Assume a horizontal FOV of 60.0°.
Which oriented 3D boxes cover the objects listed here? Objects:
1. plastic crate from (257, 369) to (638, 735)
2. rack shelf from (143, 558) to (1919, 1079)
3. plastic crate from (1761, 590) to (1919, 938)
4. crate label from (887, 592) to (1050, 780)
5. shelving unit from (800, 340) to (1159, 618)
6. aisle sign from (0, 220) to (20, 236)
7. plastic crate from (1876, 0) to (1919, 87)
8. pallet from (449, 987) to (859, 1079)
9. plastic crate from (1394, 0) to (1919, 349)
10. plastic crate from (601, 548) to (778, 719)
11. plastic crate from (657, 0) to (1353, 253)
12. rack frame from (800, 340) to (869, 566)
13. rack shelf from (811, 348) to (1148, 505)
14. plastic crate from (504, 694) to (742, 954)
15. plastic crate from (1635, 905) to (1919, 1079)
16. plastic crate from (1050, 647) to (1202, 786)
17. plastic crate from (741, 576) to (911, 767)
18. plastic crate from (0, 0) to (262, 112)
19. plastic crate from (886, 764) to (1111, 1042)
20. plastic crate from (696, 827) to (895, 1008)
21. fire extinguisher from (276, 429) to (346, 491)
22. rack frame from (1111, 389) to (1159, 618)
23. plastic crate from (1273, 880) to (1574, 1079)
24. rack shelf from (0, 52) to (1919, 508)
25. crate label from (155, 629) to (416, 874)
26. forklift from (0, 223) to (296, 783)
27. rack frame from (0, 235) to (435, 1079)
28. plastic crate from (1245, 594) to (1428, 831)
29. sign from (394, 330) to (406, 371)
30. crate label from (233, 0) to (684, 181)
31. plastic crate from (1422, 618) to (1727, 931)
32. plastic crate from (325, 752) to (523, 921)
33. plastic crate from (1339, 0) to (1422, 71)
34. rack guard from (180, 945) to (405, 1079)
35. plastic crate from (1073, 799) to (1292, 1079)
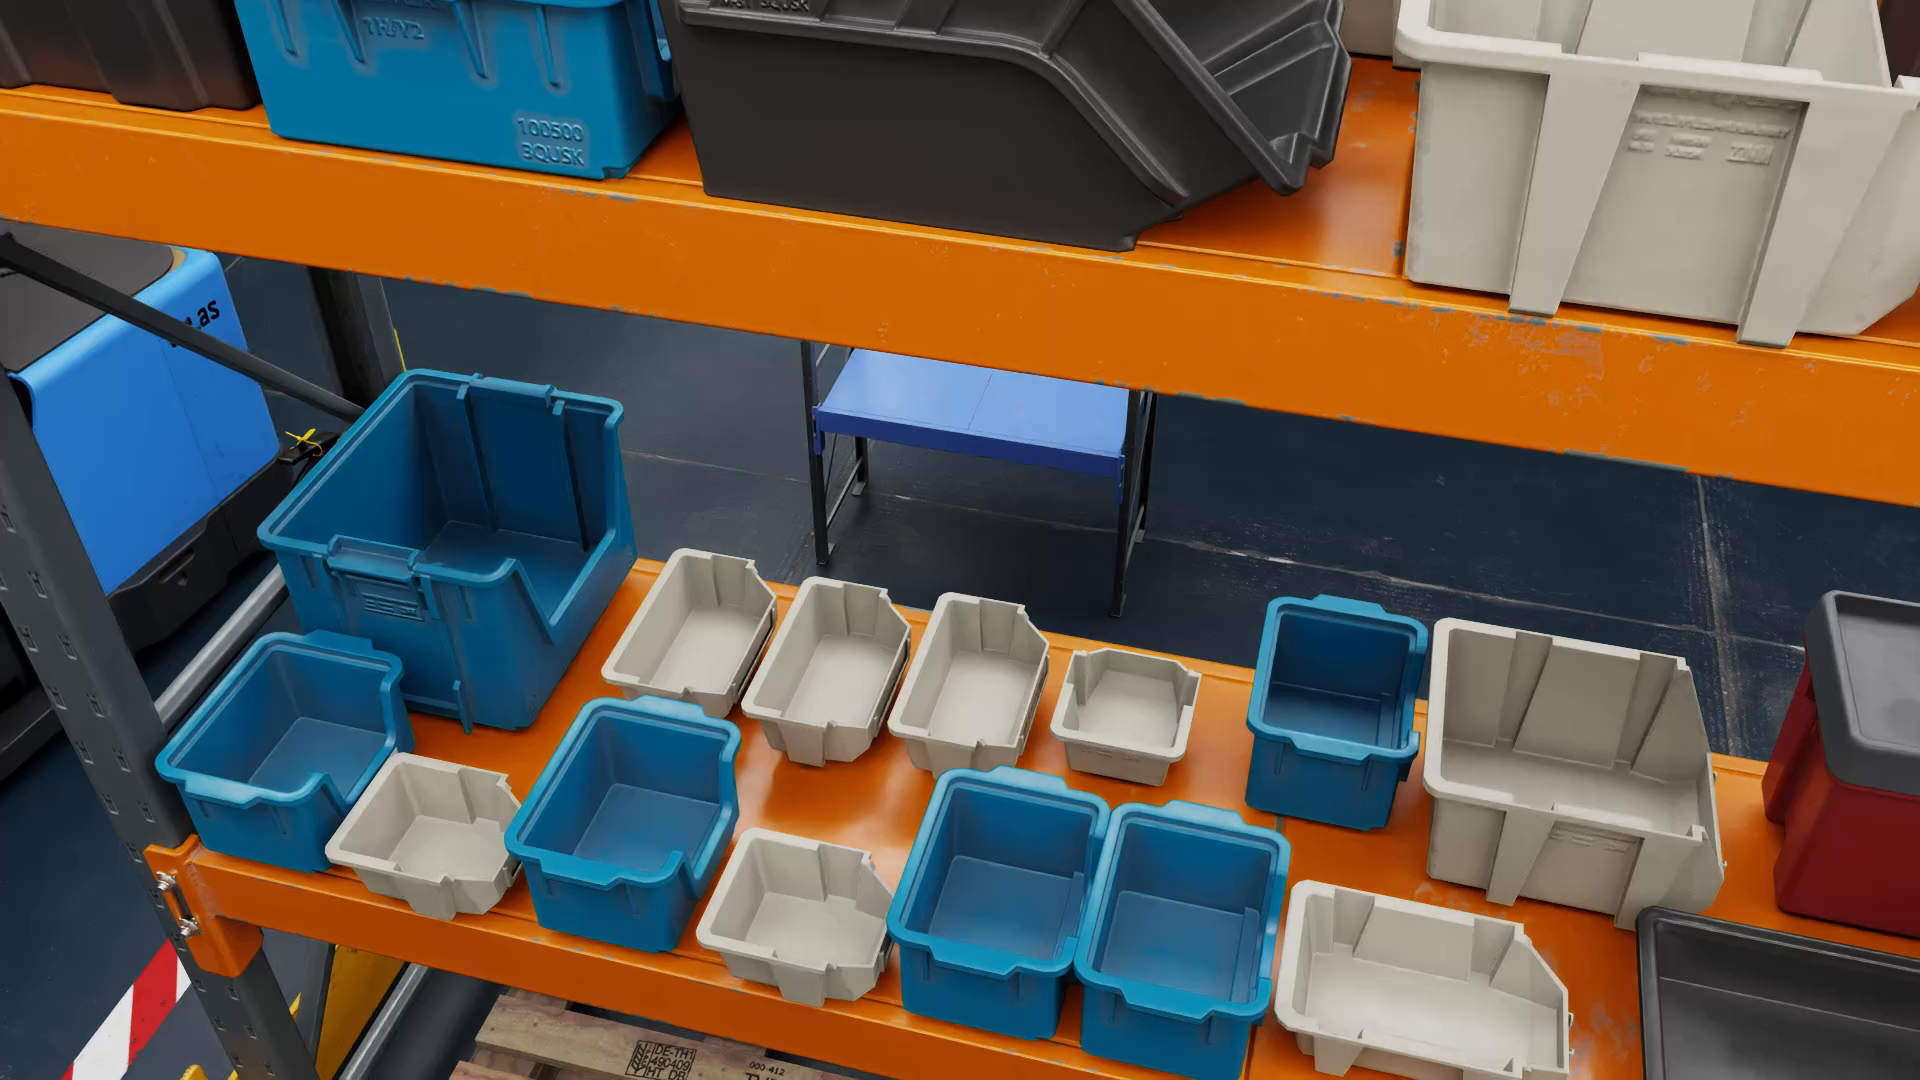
[{"bbox_3d":[-0.985,0.011,3.331,0.499,0.435,0.616,10,41,11],"label":"plastic crate"},{"bbox_3d":[0.575,0.716,3.125,4.000,0.370,1.077,10,41,11],"label":"rack shelf"},{"bbox_3d":[1.709,0.421,2.820,0.583,0.464,0.402,10,41,11],"label":"plastic crate"},{"bbox_3d":[0.029,0.297,3.222,0.243,0.136,0.396,10,41,11],"label":"crate label"},{"bbox_3d":[0.082,-0.560,5.251,1.048,1.500,0.538,10,41,11],"label":"shelving unit"},{"bbox_3d":[-1.503,-0.715,2.248,0.004,0.787,0.394,10,41,11],"label":"aisle sign"},{"bbox_3d":[1.378,-0.703,2.024,0.590,0.269,0.497,10,41,11],"label":"plastic crate"},{"bbox_3d":[-0.570,1.337,3.994,1.213,0.211,1.003,10,41,11],"label":"pallet"},{"bbox_3d":[0.704,-0.435,1.696,0.530,0.282,0.437,10,41,11],"label":"plastic crate"},{"bbox_3d":[-0.522,0.209,3.327,0.243,0.136,0.396,10,41,11],"label":"plastic crate"},{"bbox_3d":[0.048,-0.592,1.839,0.767,0.338,0.504,10,41,11],"label":"plastic crate"},{"bbox_3d":[-0.409,-0.645,5.351,0.032,1.500,0.500,10,41,11],"label":"rack frame"},{"bbox_3d":[0.082,-0.422,5.366,1.000,0.185,0.538,10,41,11],"label":"rack shelf"},{"bbox_3d":[-0.568,0.504,2.901,0.300,0.233,0.416,10,41,11],"label":"plastic crate"},{"bbox_3d":[1.356,0.836,2.590,0.590,0.125,0.437,10,41,11],"label":"plastic crate"},{"bbox_3d":[0.320,0.335,3.177,0.250,0.136,0.298,10,41,11],"label":"plastic crate"},{"bbox_3d":[-0.246,0.266,3.259,0.243,0.136,0.396,10,41,11],"label":"plastic crate"},{"bbox_3d":[-1.057,-0.754,2.084,0.590,0.269,0.497,10,41,11],"label":"plastic crate"},{"bbox_3d":[0.068,0.613,2.771,0.300,0.233,0.416,10,41,11],"label":"plastic crate"},{"bbox_3d":[-0.260,0.649,2.804,0.298,0.136,0.250,10,41,11],"label":"plastic crate"},{"bbox_3d":[-1.385,-0.027,3.800,0.183,0.674,0.296,10,41,11],"label":"fire extinguisher"},{"bbox_3d":[0.573,-0.476,5.150,0.032,1.500,0.500,10,41,11],"label":"rack frame"},{"bbox_3d":[0.747,0.748,2.685,0.466,0.136,0.293,10,41,11],"label":"plastic crate"},{"bbox_3d":[0.575,-0.433,2.160,4.000,0.370,1.077,10,41,11],"label":"rack shelf"},{"bbox_3d":[-1.204,0.394,3.032,0.303,0.233,0.416,10,41,11],"label":"crate label"},{"bbox_3d":[-3.322,-0.449,4.006,1.130,2.935,3.031,15,42,17],"label":"forklift"},{"bbox_3d":[-1.357,0.108,3.289,0.127,3.000,1.000,10,41,11],"label":"rack frame"},{"bbox_3d":[0.693,0.331,3.107,0.300,0.233,0.416,10,41,11],"label":"plastic crate"},{"bbox_3d":[-1.230,-0.299,3.647,0.005,0.325,0.100,10,41,11],"label":"sign"},{"bbox_3d":[-0.549,-0.630,1.951,0.502,0.251,0.408,10,41,11],"label":"crate label"},{"bbox_3d":[1.080,0.427,2.955,0.530,0.282,0.437,10,41,11],"label":"plastic crate"},{"bbox_3d":[-0.915,0.536,2.938,0.298,0.136,0.250,10,41,11],"label":"plastic crate"},{"bbox_3d":[0.703,-0.751,2.184,0.530,0.136,0.437,10,41,11],"label":"plastic crate"},{"bbox_3d":[-1.383,1.069,4.088,0.348,0.500,1.175,10,41,11],"label":"rack guard"},{"bbox_3d":[0.358,0.663,2.712,0.300,0.233,0.416,10,41,11],"label":"plastic crate"}]
